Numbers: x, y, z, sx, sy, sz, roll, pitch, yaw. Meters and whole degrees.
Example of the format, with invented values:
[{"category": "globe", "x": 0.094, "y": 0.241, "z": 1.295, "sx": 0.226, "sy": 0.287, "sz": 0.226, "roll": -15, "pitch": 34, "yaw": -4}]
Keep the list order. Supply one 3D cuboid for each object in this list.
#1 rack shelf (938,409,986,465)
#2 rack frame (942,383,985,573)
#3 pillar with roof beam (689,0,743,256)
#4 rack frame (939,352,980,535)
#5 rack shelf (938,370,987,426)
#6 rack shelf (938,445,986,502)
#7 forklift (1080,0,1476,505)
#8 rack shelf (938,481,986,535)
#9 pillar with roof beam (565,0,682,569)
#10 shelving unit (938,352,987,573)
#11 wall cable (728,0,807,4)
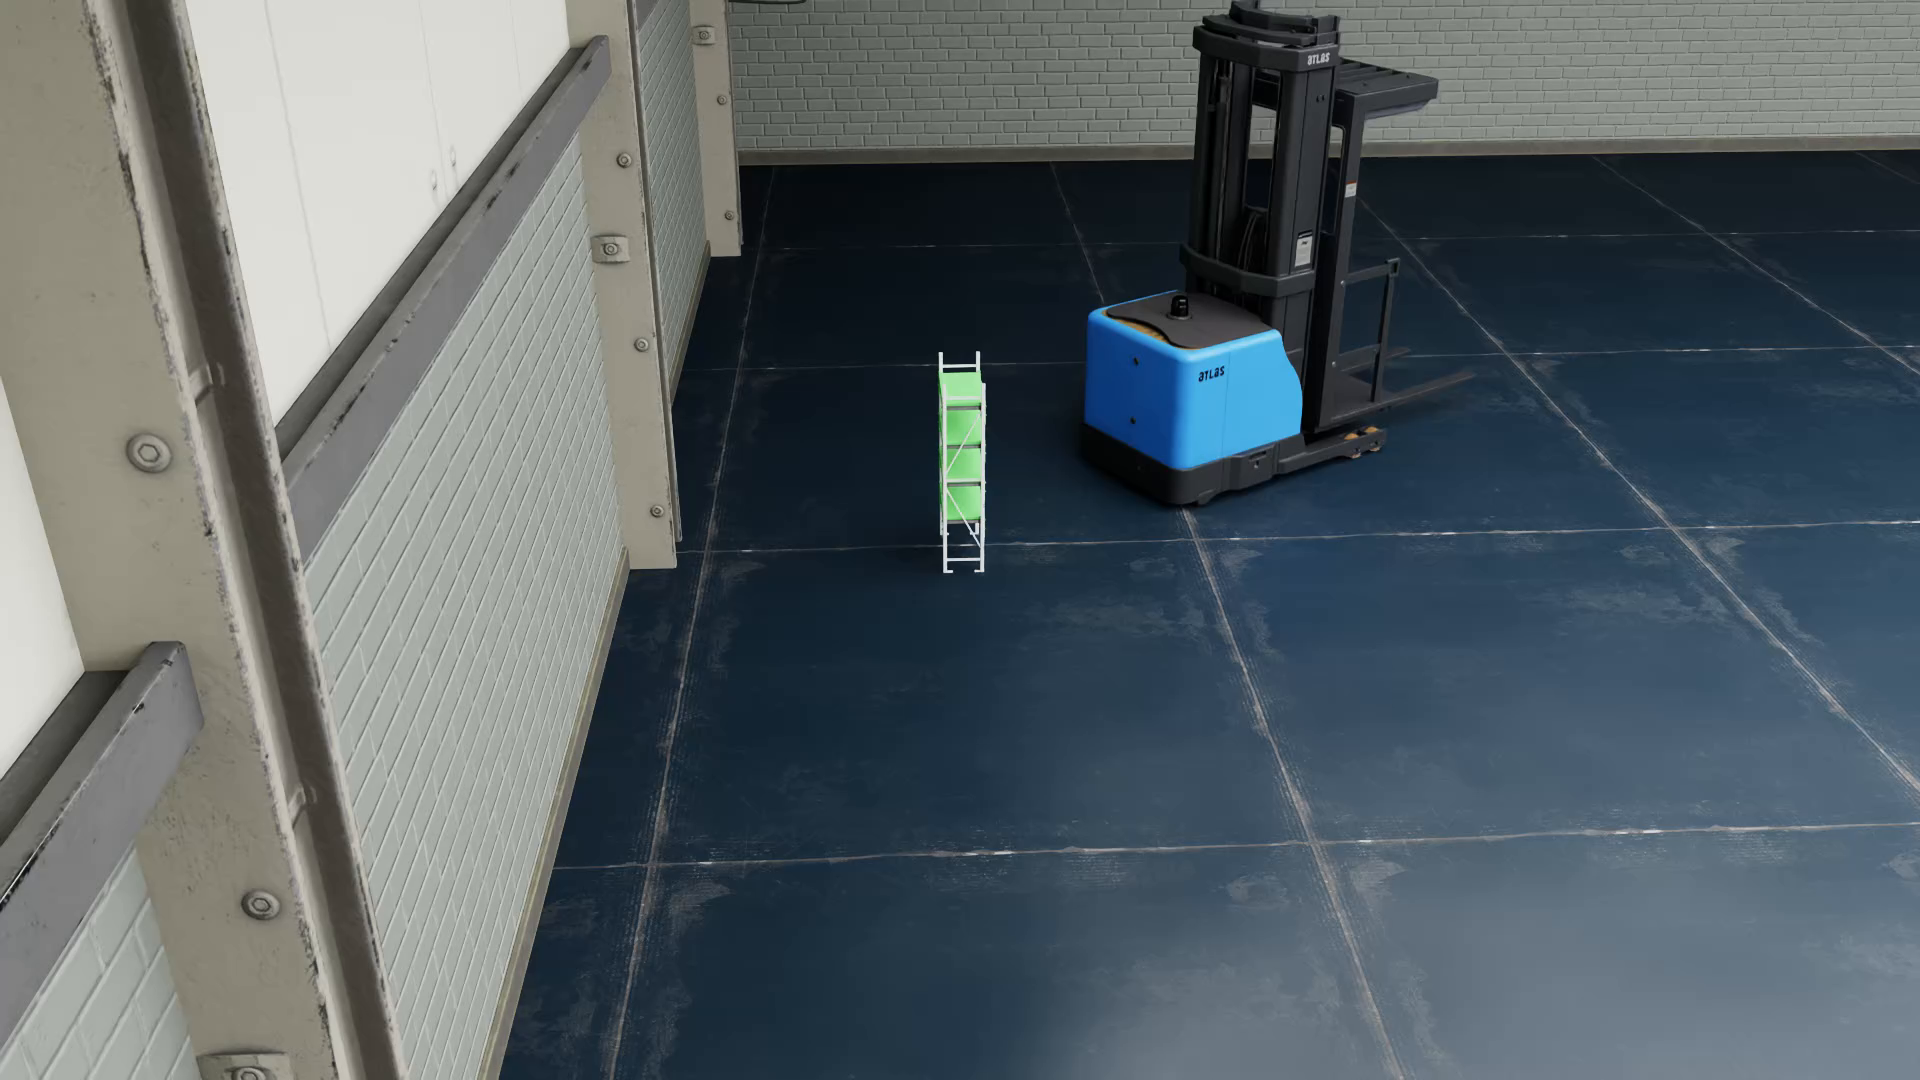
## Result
[{"category": "rack shelf", "x": 0.009, "y": -0.612, "z": 9.745, "sx": 0.258, "sy": 0.148, "sz": 0.480, "roll": -1, "pitch": 28, "yaw": -3}, {"category": "rack frame", "x": 0.021, "y": -0.343, "z": 9.610, "sx": 0.240, "sy": 1.200, "sz": 0.015, "roll": -1, "pitch": 28, "yaw": -3}, {"category": "pillar with roof beam", "x": 2.124, "y": -6.786, "z": 13.530, "sx": 9.100, "sy": 9.000, "sz": 0.400, "roll": -1, "pitch": 28, "yaw": -3}, {"category": "rack frame", "x": -0.004, "y": -0.568, "z": 10.042, "sx": 0.240, "sy": 1.200, "sz": 0.015, "roll": -1, "pitch": 28, "yaw": -3}, {"category": "rack shelf", "x": 0.009, "y": -0.824, "z": 9.634, "sx": 0.258, "sy": 0.148, "sz": 0.480, "roll": -1, "pitch": 28, "yaw": -3}, {"category": "rack shelf", "x": 0.009, "y": -0.399, "z": 9.856, "sx": 0.258, "sy": 0.148, "sz": 0.480, "roll": -1, "pitch": 28, "yaw": -3}, {"category": "forklift", "x": 2.315, "y": -2.037, "z": 10.987, "sx": 3.031, "sy": 2.935, "sz": 1.130, "roll": -18, "pitch": 32, "yaw": -30}, {"category": "rack shelf", "x": 0.009, "y": -0.186, "z": 9.966, "sx": 0.258, "sy": 0.148, "sz": 0.480, "roll": -1, "pitch": 28, "yaw": -3}, {"category": "pillar with roof beam", "x": 2.437, "y": -4.015, "z": 8.217, "sx": 9.100, "sy": 9.000, "sz": 0.400, "roll": -1, "pitch": 28, "yaw": -3}, {"category": "shelving unit", "x": 0.009, "y": -0.456, "z": 9.826, "sx": 0.258, "sy": 1.200, "sz": 0.503, "roll": -1, "pitch": 28, "yaw": -3}, {"category": "wall cable", "x": -1.008, "y": -6.697, "z": 16.718, "sx": 3.097, "sy": 2.526, "sz": 0.112, "roll": -1, "pitch": 28, "yaw": -3}]
